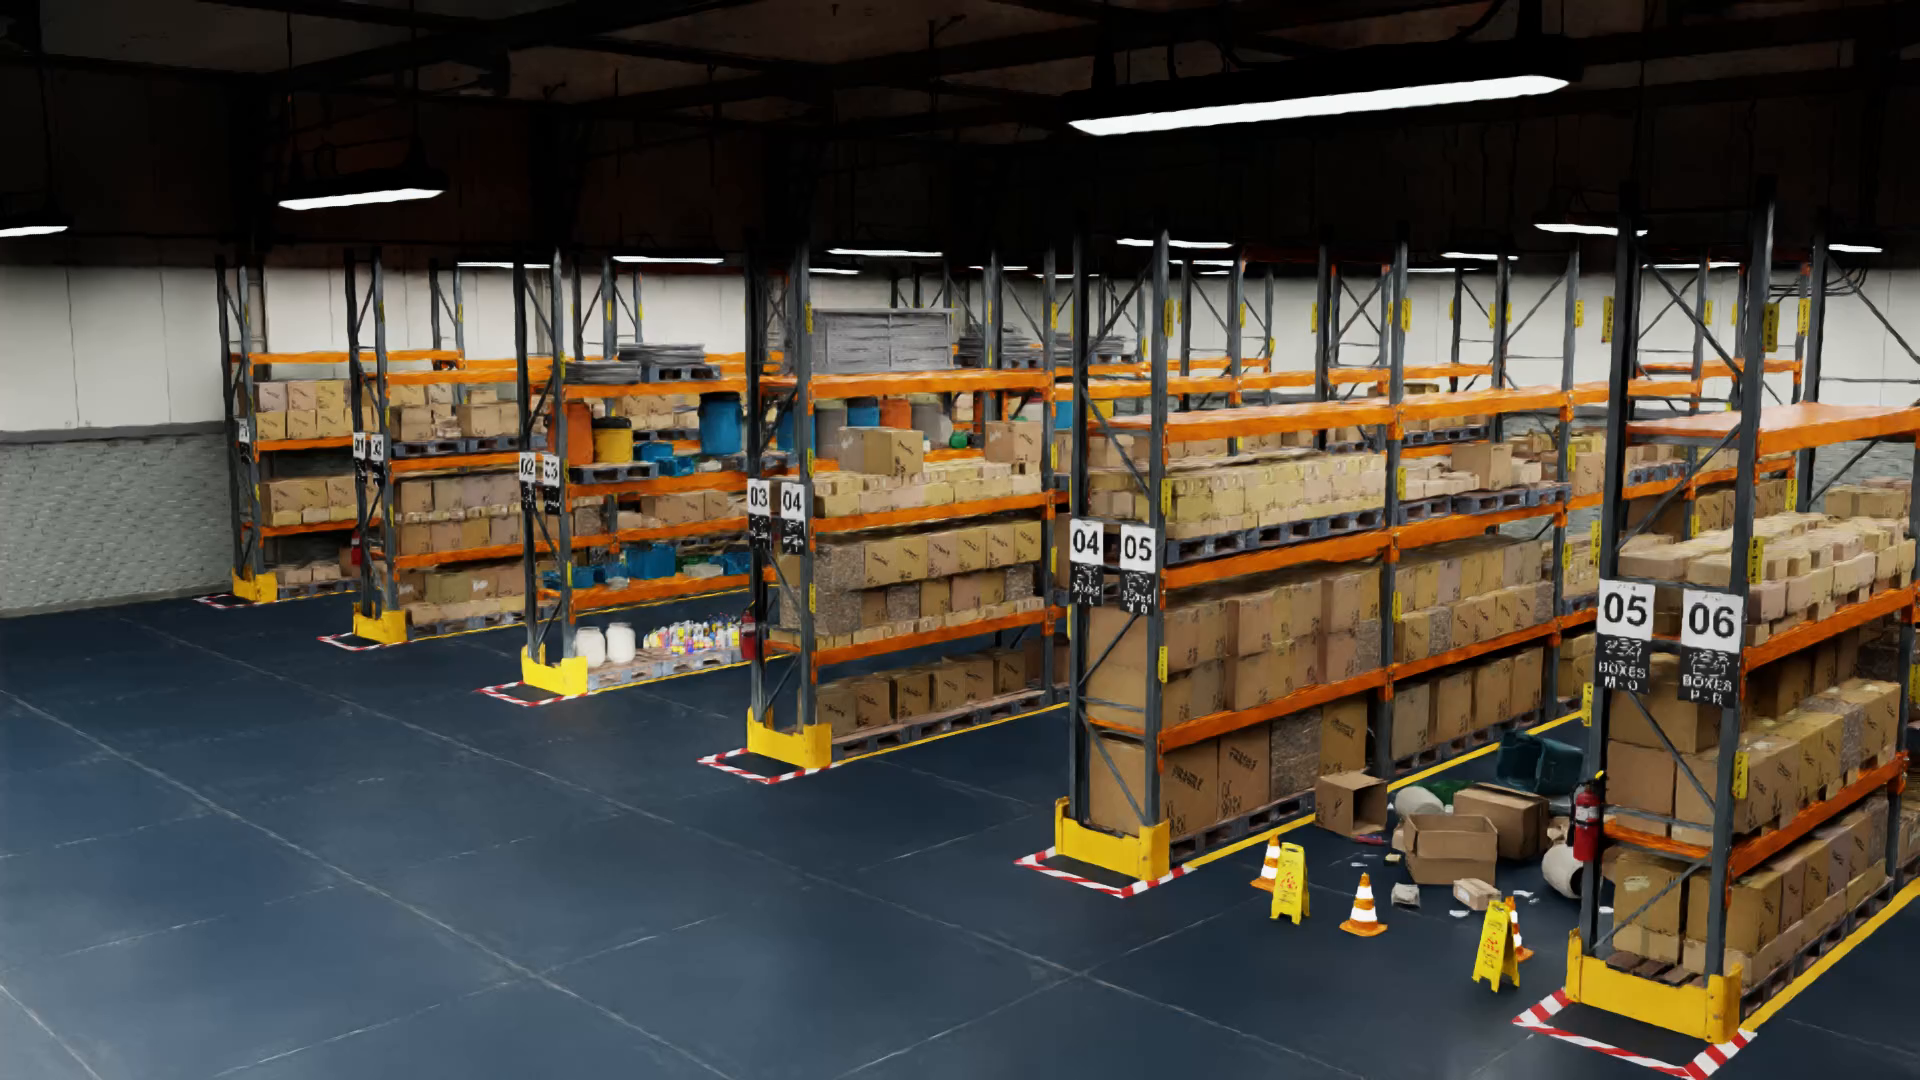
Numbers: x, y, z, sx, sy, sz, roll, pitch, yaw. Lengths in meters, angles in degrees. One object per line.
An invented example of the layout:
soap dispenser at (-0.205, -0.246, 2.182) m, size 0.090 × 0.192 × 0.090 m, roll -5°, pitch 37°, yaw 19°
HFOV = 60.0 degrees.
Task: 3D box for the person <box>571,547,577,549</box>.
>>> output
person at (-7.389, -0.005, 30.851) m, size 0.455 × 1.588 × 1.089 m, roll 7°, pitch 11°, yaw 42°

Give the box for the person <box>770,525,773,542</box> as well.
person at (-4.187, -0.681, 35.443) m, size 0.447 × 1.657 × 0.578 m, roll 4°, pitch 9°, yaw 25°
